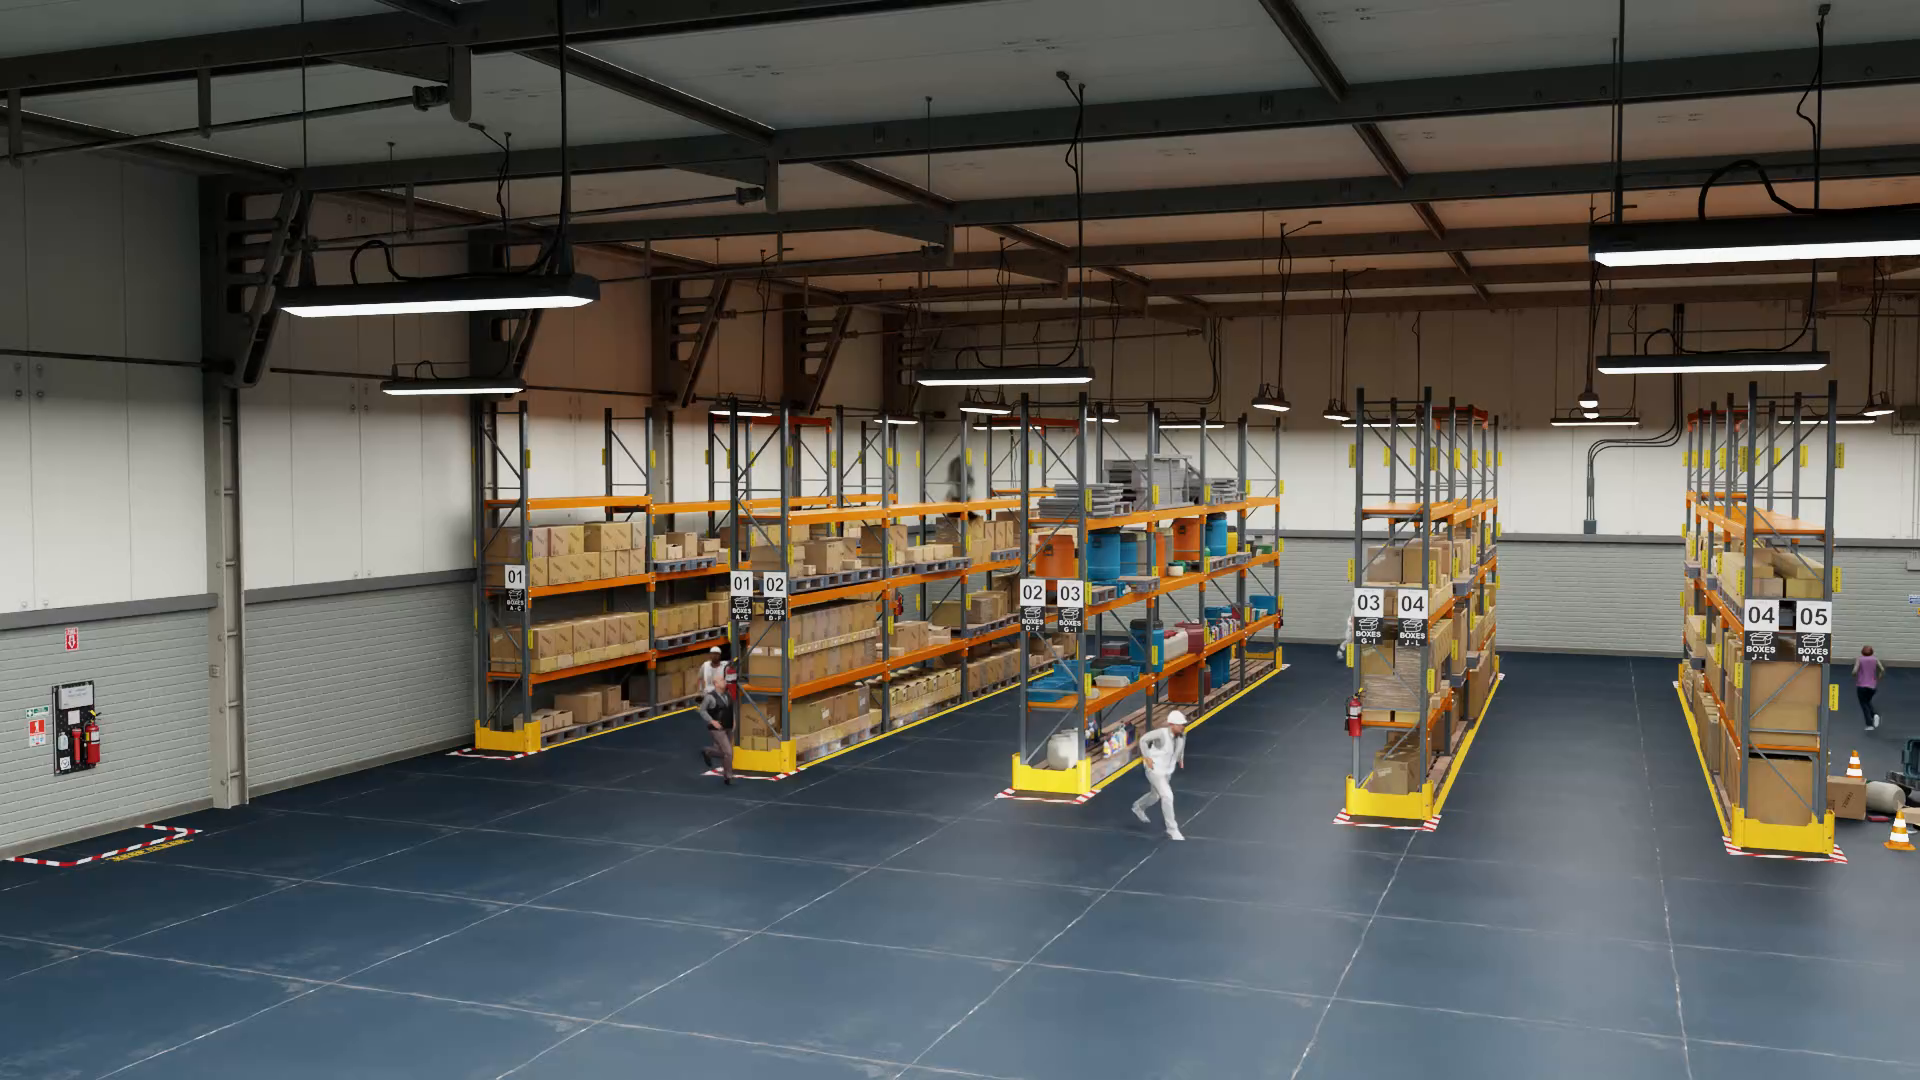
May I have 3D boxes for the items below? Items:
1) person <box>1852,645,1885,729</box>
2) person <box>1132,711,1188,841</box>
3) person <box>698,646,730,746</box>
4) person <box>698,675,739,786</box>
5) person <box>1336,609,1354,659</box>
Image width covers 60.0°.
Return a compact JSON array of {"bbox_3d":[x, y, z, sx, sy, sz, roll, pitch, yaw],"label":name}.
[{"bbox_3d":[16.799,2.720,30.833,0.521,1.567,0.540,0,3,10],"label":"person"},{"bbox_3d":[2.633,3.096,22.174,0.697,1.732,1.050,-2,3,-33],"label":"person"},{"bbox_3d":[-4.261,2.723,28.907,0.660,1.746,0.611,0,3,9],"label":"person"},{"bbox_3d":[-3.735,2.931,25.718,0.817,1.694,0.662,2,3,32],"label":"person"},{"bbox_3d":[9.753,2.196,41.024,0.703,1.695,0.994,-3,4,-45],"label":"person"}]
